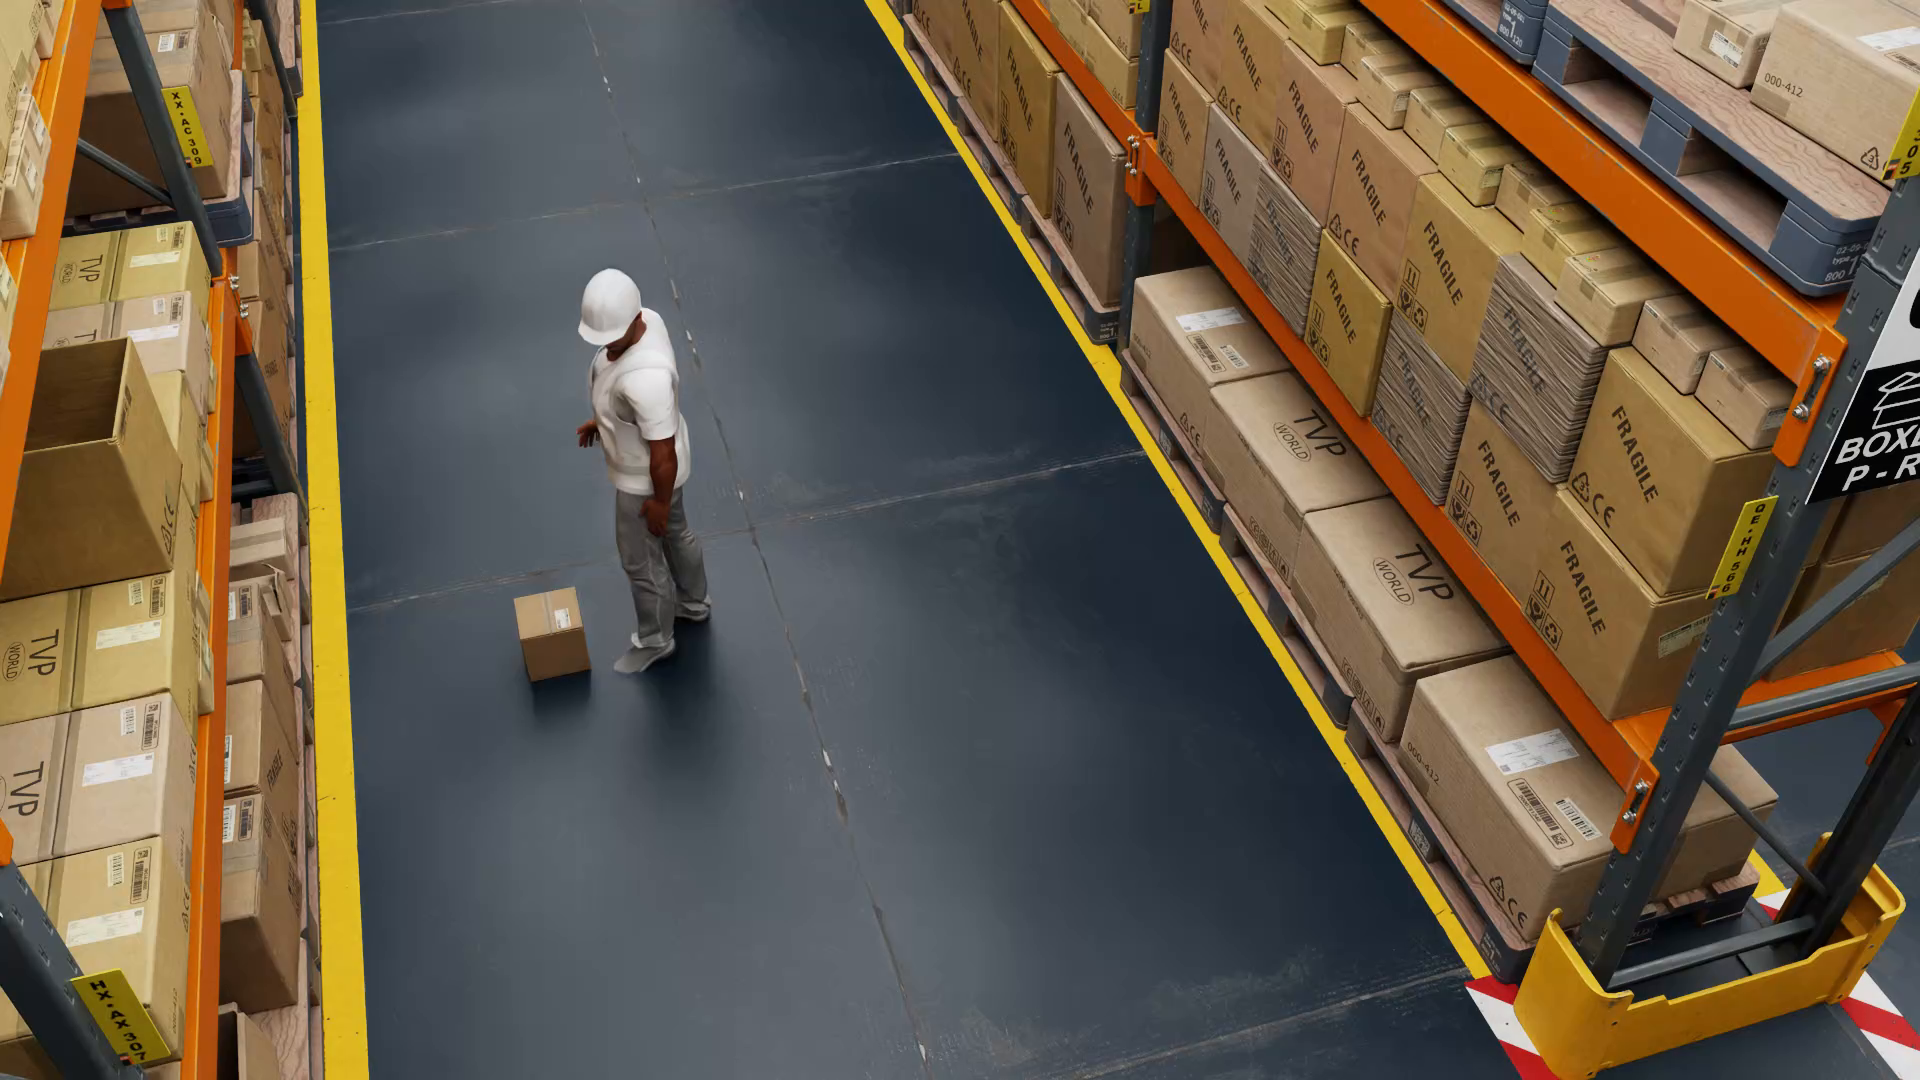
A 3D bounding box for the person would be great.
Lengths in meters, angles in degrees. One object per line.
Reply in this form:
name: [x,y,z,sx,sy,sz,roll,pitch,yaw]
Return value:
person: [-1.269,-0.274,6.463,0.471,1.840,0.631,-4,42,-5]
